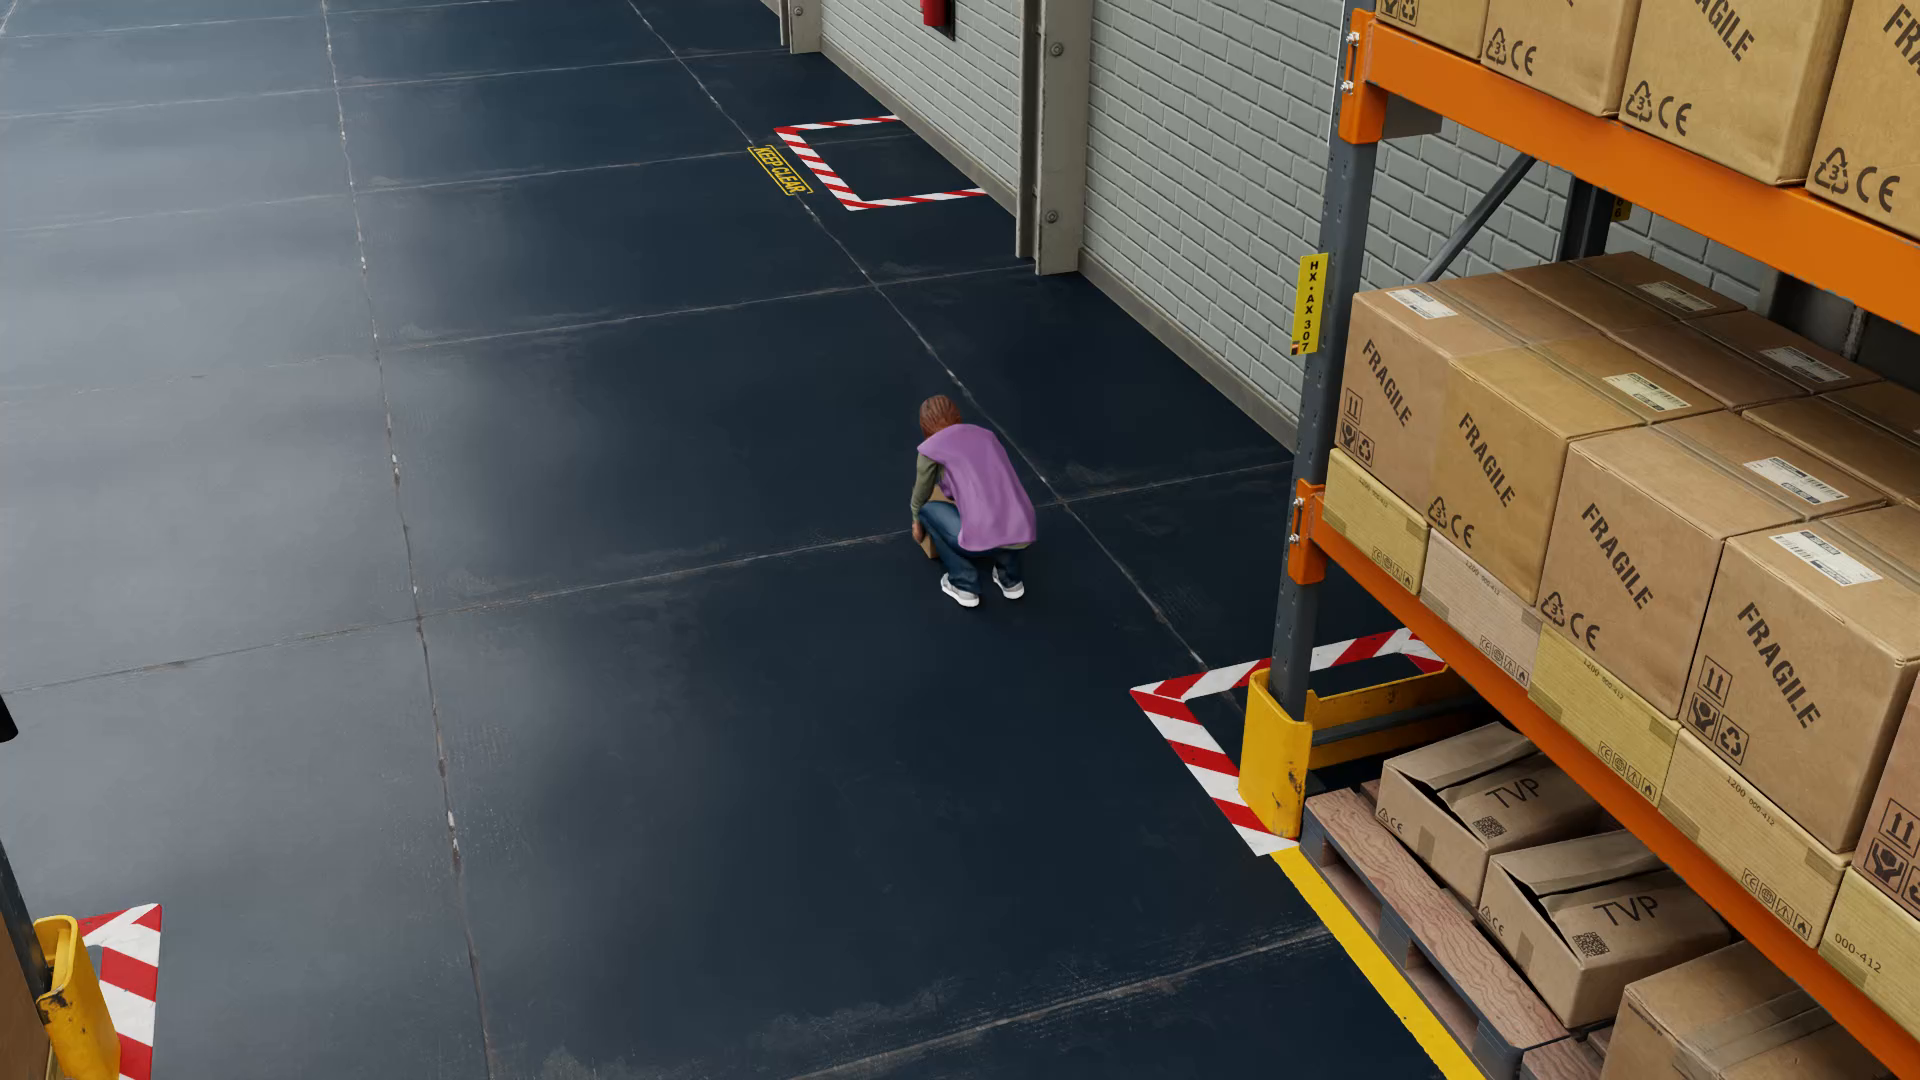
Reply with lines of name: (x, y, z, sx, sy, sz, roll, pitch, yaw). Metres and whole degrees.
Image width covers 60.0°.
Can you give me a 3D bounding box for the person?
person: (0.055, -0.160, 7.248, 0.432, 0.768, 0.805, -11, 32, -17)
